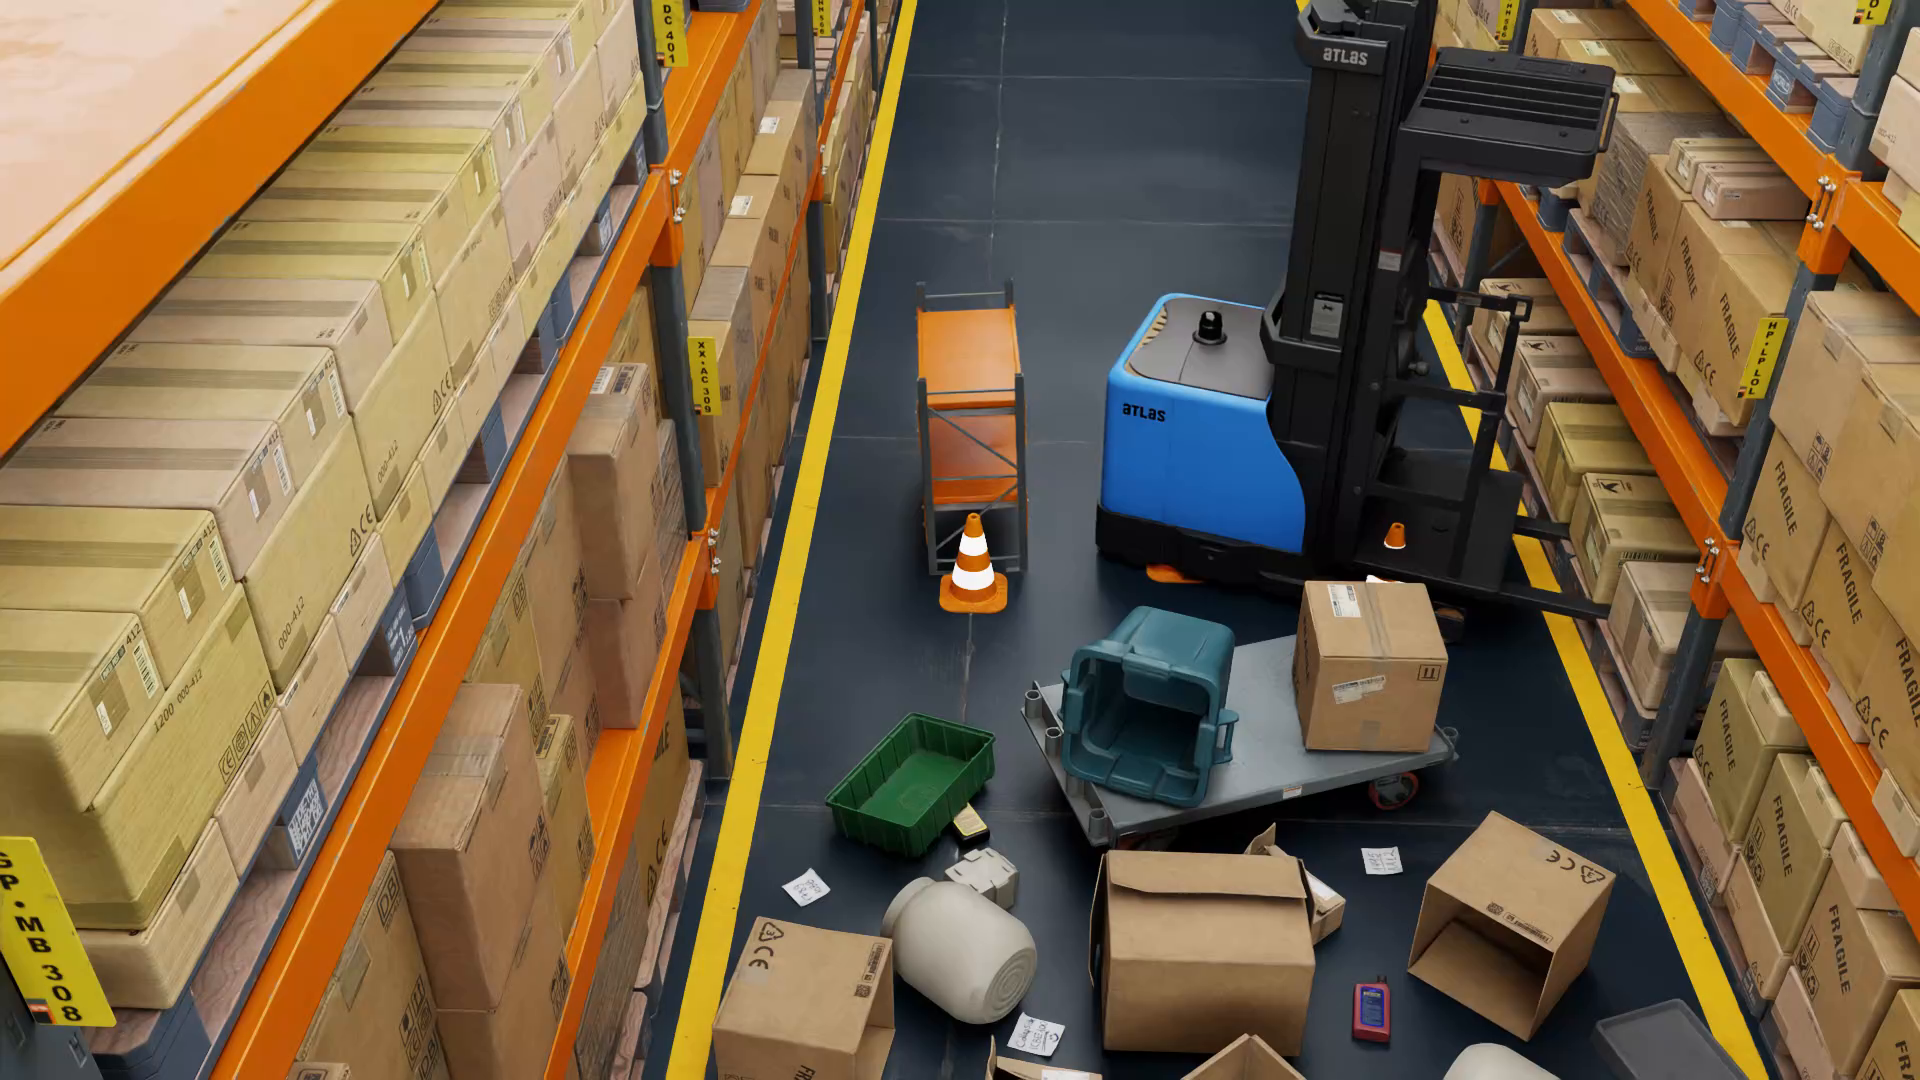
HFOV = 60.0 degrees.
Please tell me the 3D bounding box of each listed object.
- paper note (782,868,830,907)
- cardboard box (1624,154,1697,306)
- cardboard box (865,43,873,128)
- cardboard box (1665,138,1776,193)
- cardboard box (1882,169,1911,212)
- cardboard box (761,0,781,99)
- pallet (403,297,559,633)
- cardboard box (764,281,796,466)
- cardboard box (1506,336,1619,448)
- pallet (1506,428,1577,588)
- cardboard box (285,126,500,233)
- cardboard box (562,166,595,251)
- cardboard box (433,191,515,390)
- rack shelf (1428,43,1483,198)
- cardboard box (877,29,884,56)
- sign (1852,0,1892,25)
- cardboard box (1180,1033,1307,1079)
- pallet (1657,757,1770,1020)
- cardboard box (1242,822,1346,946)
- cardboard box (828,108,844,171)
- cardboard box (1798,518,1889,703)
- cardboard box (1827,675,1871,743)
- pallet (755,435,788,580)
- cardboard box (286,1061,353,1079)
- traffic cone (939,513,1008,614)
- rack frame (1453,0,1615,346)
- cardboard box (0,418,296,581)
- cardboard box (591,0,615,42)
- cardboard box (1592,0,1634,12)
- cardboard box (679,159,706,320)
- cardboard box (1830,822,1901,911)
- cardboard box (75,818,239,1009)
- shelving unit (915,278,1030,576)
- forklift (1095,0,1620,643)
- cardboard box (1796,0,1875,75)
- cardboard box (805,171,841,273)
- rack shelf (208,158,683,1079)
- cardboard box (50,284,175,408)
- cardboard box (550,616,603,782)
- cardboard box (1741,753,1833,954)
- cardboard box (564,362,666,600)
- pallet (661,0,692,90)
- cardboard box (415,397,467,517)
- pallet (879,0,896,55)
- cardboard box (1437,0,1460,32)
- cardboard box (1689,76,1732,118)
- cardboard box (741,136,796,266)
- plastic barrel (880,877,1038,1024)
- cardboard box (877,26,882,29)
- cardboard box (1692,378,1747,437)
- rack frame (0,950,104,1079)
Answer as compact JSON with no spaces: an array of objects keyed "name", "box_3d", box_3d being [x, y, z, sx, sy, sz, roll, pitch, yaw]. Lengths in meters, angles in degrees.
[{"name":"paper note","box_3d":[-0.616,1.395,6.684,0.147,0.020,0.142,-24,42,-30]},{"name":"cardboard box","box_3d":[3.290,-1.357,7.307,0.500,0.500,0.500,2,35,4]},{"name":"cardboard box","box_3d":[-0.951,-3.541,12.934,0.500,0.500,0.500,1,35,1]},{"name":"cardboard box","box_3d":[3.251,-1.595,7.081,0.380,0.149,0.250,0,35,0]},{"name":"cardboard box","box_3d":[3.196,-1.120,5.290,0.380,0.149,0.250,1,35,1]},{"name":"cardboard box","box_3d":[-1.362,-2.717,8.997,0.700,0.500,0.500,1,35,2]},{"name":"pallet","box_3d":[-1.589,-0.249,3.909,1.003,0.211,1.213,1,35,2]},{"name":"cardboard box","box_3d":[-1.480,-0.926,8.996,1.050,0.750,0.750,2,35,3]},{"name":"cardboard box","box_3d":[3.562,-0.817,9.169,0.950,0.372,0.625,1,35,1]},{"name":"pallet","box_3d":[3.532,-0.180,8.768,1.003,0.211,1.213,1,35,2]},{"name":"cardboard box","box_3d":[-1.251,-0.800,3.690,0.380,0.149,0.250,2,35,2]},{"name":"cardboard box","box_3d":[-1.219,-0.907,4.535,0.380,0.149,0.250,1,35,2]},{"name":"cardboard box","box_3d":[-1.319,-0.570,3.709,0.500,0.250,0.500,1,35,2]},{"name":"rack shelf","box_3d":[3.697,-3.323,11.441,1.077,0.370,4.000,1,35,2]},{"name":"cardboard box","box_3d":[-0.839,-4.151,13.849,0.380,0.149,0.250,3,35,4]},{"name":"sign","box_3d":[2.901,-1.781,5.220,0.100,0.325,0.005,1,35,2]},{"name":"cardboard box","box_3d":[0.836,2.081,5.296,0.797,0.503,0.637,-24,42,-30]},{"name":"pallet","box_3d":[3.464,1.357,6.581,1.003,0.211,1.213,1,35,2]},{"name":"cardboard box","box_3d":[1.279,1.367,6.520,0.258,0.266,0.396,-24,42,-30]},{"name":"cardboard box","box_3d":[-1.044,-2.663,11.032,0.500,0.250,0.500,1,35,1]},{"name":"cardboard box","box_3d":[3.163,0.202,5.454,0.500,0.500,0.500,1,35,2]},{"name":"cardboard box","box_3d":[3.139,0.547,5.527,0.380,0.149,0.250,2,35,3]},{"name":"pallet","box_3d":[-1.492,-0.234,8.845,1.003,0.211,1.213,1,35,2]},{"name":"cardboard box","box_3d":[-1.601,1.356,3.088,0.875,0.550,0.550,1,35,2]},{"name":"traffic cone","box_3d":[0.068,0.076,8.186,0.336,0.463,0.334,1,35,2]},{"name":"rack frame","box_3d":[3.616,-2.469,9.599,1.000,3.000,0.127,1,35,2]},{"name":"cardboard box","box_3d":[-1.303,-0.067,2.647,0.380,0.149,0.250,1,35,1]},{"name":"cardboard box","box_3d":[-1.201,-1.527,4.724,0.380,0.149,0.250,1,35,2]},{"name":"cardboard box","box_3d":[3.881,-3.196,9.678,0.500,0.500,0.500,0,35,0]},{"name":"cardboard box","box_3d":[-1.462,-1.258,6.920,0.700,0.500,0.500,1,35,1]},{"name":"cardboard box","box_3d":[3.071,1.064,5.383,0.380,0.149,0.250,3,35,5]},{"name":"cardboard box","box_3d":[-1.321,0.545,2.470,0.380,0.149,0.250,2,35,2]},{"name":"shelving unit","box_3d":[0.059,-0.590,8.530,0.538,1.125,1.048,-3,35,0]},{"name":"forklift","box_3d":[2.264,-1.053,7.646,3.031,2.935,1.130,13,37,18]},{"name":"cardboard box","box_3d":[3.335,-1.847,5.872,0.500,0.250,0.500,1,35,1]},{"name":"cardboard box","box_3d":[-1.050,-2.074,10.847,0.500,0.500,0.500,0,35,0]},{"name":"rack shelf","box_3d":[-1.575,-0.011,4.119,1.077,0.370,4.000,1,35,2]},{"name":"cardboard box","box_3d":[-1.873,-0.292,3.314,0.500,0.250,0.500,1,35,2]},{"name":"cardboard box","box_3d":[-1.636,0.548,5.176,0.875,0.550,0.550,1,35,2]},{"name":"cardboard box","box_3d":[3.153,1.117,5.872,0.500,0.500,0.500,3,35,4]},{"name":"cardboard box","box_3d":[-1.449,-0.200,5.302,0.875,0.550,0.550,1,35,2]},{"name":"pallet","box_3d":[-1.507,-1.903,6.353,0.805,0.209,1.217,0,35,0]},{"name":"cardboard box","box_3d":[-1.270,-0.180,3.501,0.380,0.149,0.250,1,35,2]},{"name":"pallet","box_3d":[-1.135,-4.772,15.301,1.003,0.211,1.213,1,35,2]},{"name":"cardboard box","box_3d":[3.399,-3.485,10.742,0.500,0.250,0.500,0,35,1]},{"name":"cardboard box","box_3d":[3.847,-1.948,8.148,0.500,0.500,0.500,-1,35,-1]},{"name":"cardboard box","box_3d":[-1.125,-1.727,8.457,0.500,0.500,0.500,1,35,1]},{"name":"plastic barrel","box_3d":[-0.007,1.515,6.172,0.512,0.421,0.421,28,44,33]},{"name":"cardboard box","box_3d":[-0.869,-4.327,14.358,0.380,0.149,0.250,1,35,2]},{"name":"cardboard box","box_3d":[3.201,-0.541,6.711,0.380,0.149,0.250,2,35,3]},{"name":"rack frame","box_3d":[-1.658,-0.383,1.415,0.949,2.616,0.053,1,35,2]}]
